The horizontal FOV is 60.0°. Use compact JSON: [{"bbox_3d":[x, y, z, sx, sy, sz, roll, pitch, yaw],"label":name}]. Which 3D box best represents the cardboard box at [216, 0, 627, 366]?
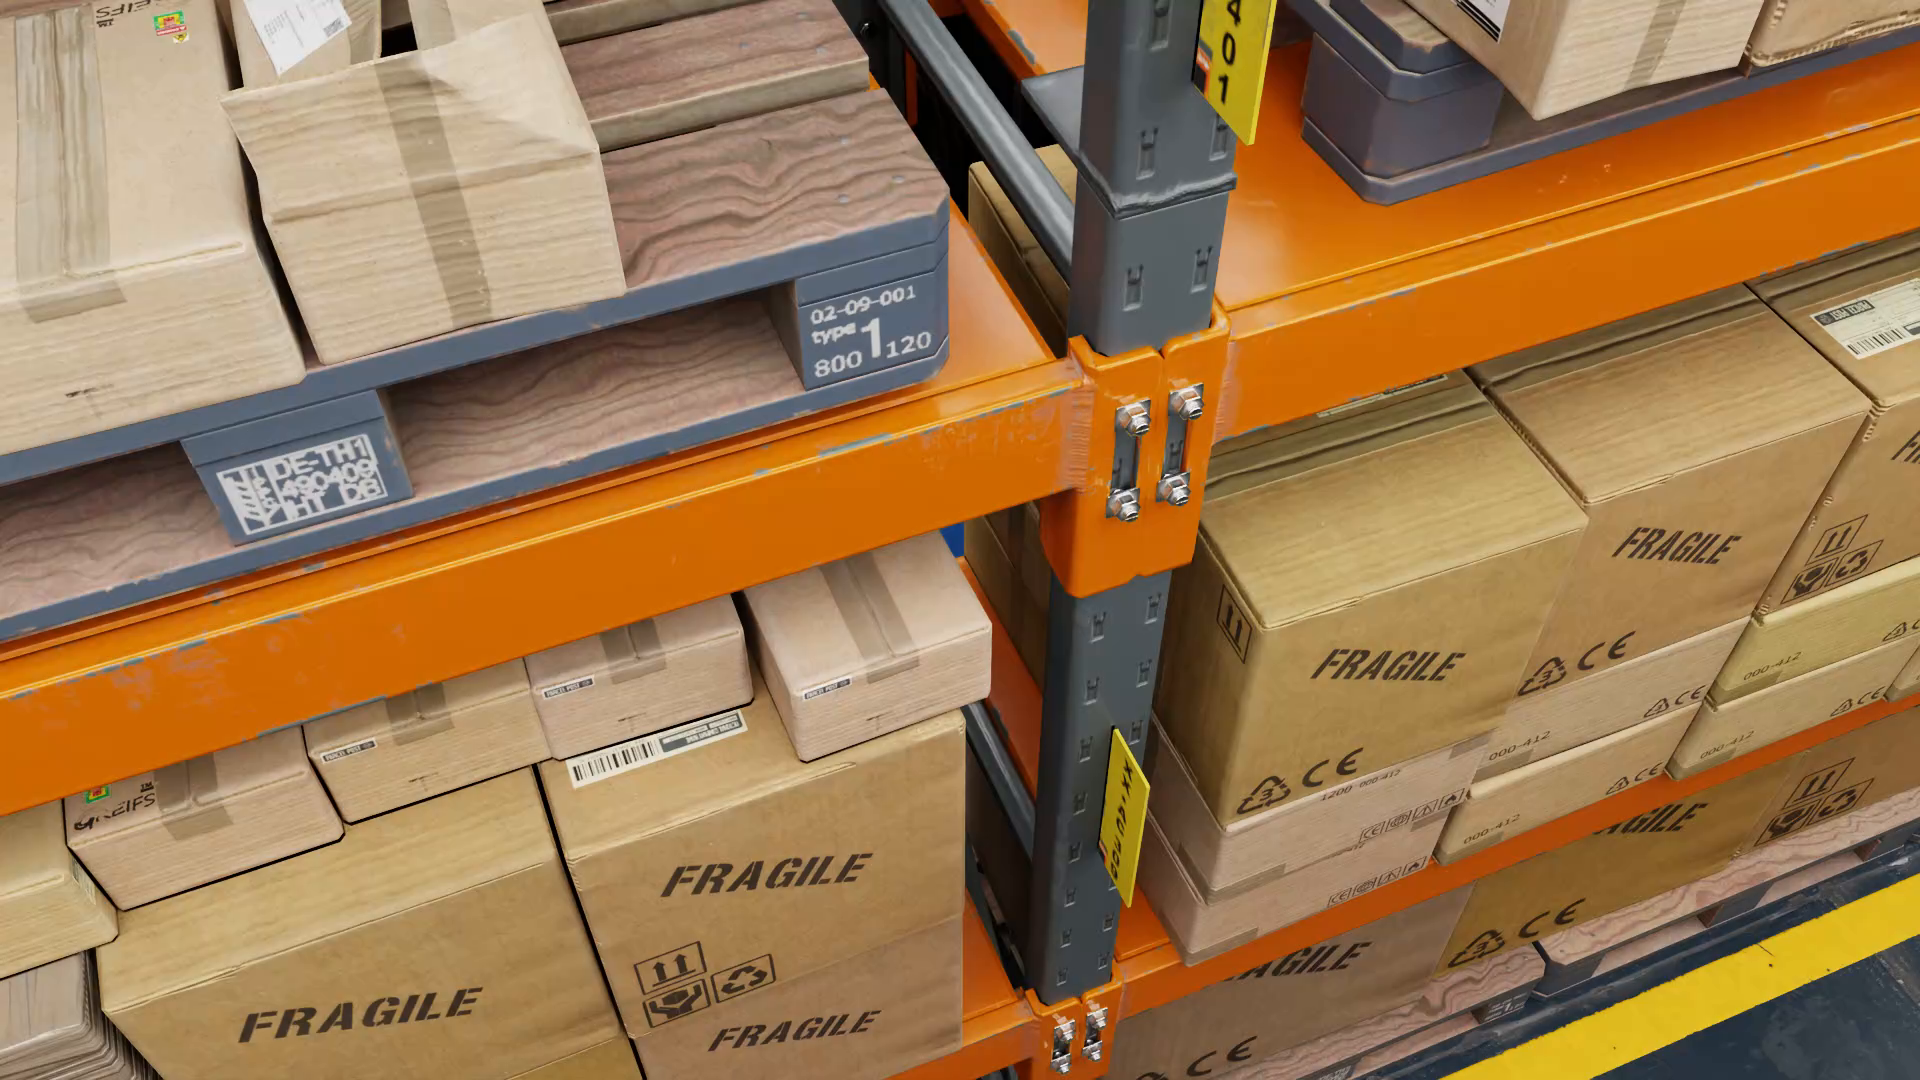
[{"bbox_3d":[-0.455,-0.385,1.372,0.258,0.266,0.396,-16,51,-13],"label":"cardboard box"}]

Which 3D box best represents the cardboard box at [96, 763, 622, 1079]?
[{"bbox_3d":[-0.790,0.421,2.186,0.500,0.500,0.500,-18,52,-15],"label":"cardboard box"}]

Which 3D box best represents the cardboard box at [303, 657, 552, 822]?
[{"bbox_3d":[-0.670,0.117,2.020,0.250,0.149,0.380,-17,51,-14],"label":"cardboard box"}]

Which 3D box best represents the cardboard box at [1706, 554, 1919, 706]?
[{"bbox_3d":[1.478,-0.027,3.065,0.500,0.250,0.500,-17,51,-14],"label":"cardboard box"}]

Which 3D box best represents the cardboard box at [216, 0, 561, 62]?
[{"bbox_3d":[-0.609,-0.848,1.615,0.500,0.500,0.500,-16,51,-14],"label":"cardboard box"}]

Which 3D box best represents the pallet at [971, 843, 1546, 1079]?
[{"bbox_3d":[0.701,0.945,4.300,1.213,0.211,1.003,-17,52,-14],"label":"pallet"}]

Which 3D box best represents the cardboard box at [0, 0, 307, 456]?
[{"bbox_3d":[-0.700,-0.271,1.351,0.250,0.149,0.380,-16,51,-13],"label":"cardboard box"}]

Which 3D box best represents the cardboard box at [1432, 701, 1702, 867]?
[{"bbox_3d":[1.000,0.269,3.141,0.500,0.250,0.500,-18,52,-15],"label":"cardboard box"}]

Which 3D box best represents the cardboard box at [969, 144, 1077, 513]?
[{"bbox_3d":[0.333,-0.353,2.851,0.500,0.500,0.500,-16,51,-13],"label":"cardboard box"}]

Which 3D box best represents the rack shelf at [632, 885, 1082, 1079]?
[{"bbox_3d":[-1.837,1.118,2.787,4.000,0.370,1.077,-17,52,-14],"label":"rack shelf"}]

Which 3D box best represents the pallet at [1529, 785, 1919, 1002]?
[{"bbox_3d":[1.832,0.592,4.603,1.213,0.211,1.003,-17,52,-14],"label":"pallet"}]

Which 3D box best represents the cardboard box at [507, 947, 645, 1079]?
[{"bbox_3d":[-0.792,0.742,2.570,0.500,0.500,0.500,-18,52,-15],"label":"cardboard box"}]

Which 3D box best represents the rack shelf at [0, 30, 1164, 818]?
[{"bbox_3d":[-1.837,0.141,1.649,4.000,0.370,1.077,-17,52,-14],"label":"rack shelf"}]

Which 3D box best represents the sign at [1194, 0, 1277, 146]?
[{"bbox_3d":[0.226,-0.472,1.308,0.005,0.325,0.100,-17,52,-14],"label":"sign"}]

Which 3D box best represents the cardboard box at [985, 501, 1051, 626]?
[{"bbox_3d":[0.331,-0.101,3.129,0.500,0.250,0.500,-17,52,-14],"label":"cardboard box"}]

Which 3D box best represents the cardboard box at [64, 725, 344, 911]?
[{"bbox_3d":[-0.897,0.202,1.947,0.250,0.149,0.380,-18,52,-15],"label":"cardboard box"}]

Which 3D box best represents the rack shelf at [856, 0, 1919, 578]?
[{"bbox_3d":[1.866,-1.006,2.634,4.000,0.370,1.077,-17,52,-14],"label":"rack shelf"}]

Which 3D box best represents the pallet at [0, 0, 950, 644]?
[{"bbox_3d":[-0.747,-0.411,1.707,1.213,0.211,1.003,-17,52,-14],"label":"pallet"}]

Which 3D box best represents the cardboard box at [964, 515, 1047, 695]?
[{"bbox_3d":[0.335,0.053,3.326,0.500,0.250,0.500,-18,52,-15],"label":"cardboard box"}]

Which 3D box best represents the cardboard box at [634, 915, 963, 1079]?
[{"bbox_3d":[-0.318,0.590,2.700,0.500,0.500,0.500,-17,51,-14],"label":"cardboard box"}]

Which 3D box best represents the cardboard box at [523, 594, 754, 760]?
[{"bbox_3d":[-0.435,0.052,2.076,0.250,0.149,0.380,-16,51,-13],"label":"cardboard box"}]

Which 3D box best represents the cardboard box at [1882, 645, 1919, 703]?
[{"bbox_3d":[1.947,-0.004,3.375,0.500,0.250,0.500,-18,52,-15],"label":"cardboard box"}]

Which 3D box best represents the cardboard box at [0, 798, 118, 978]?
[{"bbox_3d":[-1.115,0.299,1.864,0.250,0.149,0.380,-18,52,-15],"label":"cardboard box"}]

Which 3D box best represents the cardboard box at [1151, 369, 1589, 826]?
[{"bbox_3d":[0.531,0.028,2.524,0.500,0.500,0.500,-17,51,-14],"label":"cardboard box"}]

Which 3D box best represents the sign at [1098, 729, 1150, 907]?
[{"bbox_3d":[0.226,0.392,2.313,0.005,0.325,0.100,-17,52,-14],"label":"sign"}]

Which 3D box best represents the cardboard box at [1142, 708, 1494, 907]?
[{"bbox_3d":[0.529,0.268,2.812,0.500,0.250,0.500,-19,52,-15],"label":"cardboard box"}]

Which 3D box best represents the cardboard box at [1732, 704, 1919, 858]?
[{"bbox_3d":[2.220,0.111,4.301,0.875,0.875,0.875,-17,51,-14],"label":"cardboard box"}]

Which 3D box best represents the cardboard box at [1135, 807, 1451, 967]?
[{"bbox_3d":[0.522,0.418,3.012,0.500,0.250,0.500,-18,52,-15],"label":"cardboard box"}]

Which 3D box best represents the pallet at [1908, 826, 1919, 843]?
[{"bbox_3d":[2.959,0.245,4.901,1.213,0.211,1.003,-17,52,-14],"label":"pallet"}]

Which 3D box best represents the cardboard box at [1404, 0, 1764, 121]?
[{"bbox_3d":[0.610,-0.658,1.672,0.258,0.266,0.396,-18,52,-15],"label":"cardboard box"}]

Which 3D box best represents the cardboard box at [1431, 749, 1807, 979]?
[{"bbox_3d":[1.392,0.367,4.081,0.875,0.875,0.875,-16,51,-13],"label":"cardboard box"}]

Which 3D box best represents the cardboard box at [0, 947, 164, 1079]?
[{"bbox_3d":[-1.258,0.574,2.055,0.500,0.500,0.500,-17,51,-14],"label":"cardboard box"}]

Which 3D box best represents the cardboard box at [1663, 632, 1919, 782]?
[{"bbox_3d":[1.481,0.133,3.257,0.500,0.250,0.500,-18,52,-15],"label":"cardboard box"}]

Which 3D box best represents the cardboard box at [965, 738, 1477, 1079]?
[{"bbox_3d":[0.559,0.632,3.854,0.875,0.875,0.875,-16,51,-13],"label":"cardboard box"}]

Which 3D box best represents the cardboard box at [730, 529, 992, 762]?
[{"bbox_3d":[-0.150,0.052,2.075,0.250,0.149,0.380,-18,52,-15],"label":"cardboard box"}]

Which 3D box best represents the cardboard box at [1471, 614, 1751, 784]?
[{"bbox_3d":[1.001,0.099,2.957,0.500,0.250,0.500,-16,51,-14],"label":"cardboard box"}]

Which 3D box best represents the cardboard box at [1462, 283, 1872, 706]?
[{"bbox_3d":[0.991,-0.138,2.666,0.500,0.500,0.500,-17,52,-14],"label":"cardboard box"}]

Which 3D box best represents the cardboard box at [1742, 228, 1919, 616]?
[{"bbox_3d":[1.457,-0.280,2.788,0.500,0.500,0.500,-18,52,-15],"label":"cardboard box"}]

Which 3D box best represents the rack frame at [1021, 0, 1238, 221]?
[{"bbox_3d":[0.015,-1.644,0.730,0.127,3.000,1.000,-17,52,-14],"label":"rack frame"}]

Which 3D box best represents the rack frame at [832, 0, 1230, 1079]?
[{"bbox_3d":[0.015,0.310,3.006,0.127,3.000,1.000,-17,52,-14],"label":"rack frame"}]

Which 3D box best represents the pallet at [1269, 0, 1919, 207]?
[{"bbox_3d":[0.845,-0.902,2.197,1.217,0.209,0.805,-19,52,-16],"label":"pallet"}]

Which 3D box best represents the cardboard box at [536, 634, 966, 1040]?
[{"bbox_3d":[-0.318,0.281,2.306,0.500,0.500,0.500,-18,52,-15],"label":"cardboard box"}]

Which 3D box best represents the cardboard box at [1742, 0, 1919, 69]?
[{"bbox_3d":[0.940,-0.886,1.713,0.500,0.500,0.500,-18,52,-15],"label":"cardboard box"}]

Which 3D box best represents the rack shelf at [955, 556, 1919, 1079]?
[{"bbox_3d":[1.866,-0.029,3.772,4.000,0.370,1.077,-17,52,-14],"label":"rack shelf"}]

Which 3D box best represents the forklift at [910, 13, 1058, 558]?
[{"bbox_3d":[-0.446,-1.287,4.423,3.031,2.935,1.130,37,58,27],"label":"forklift"}]
